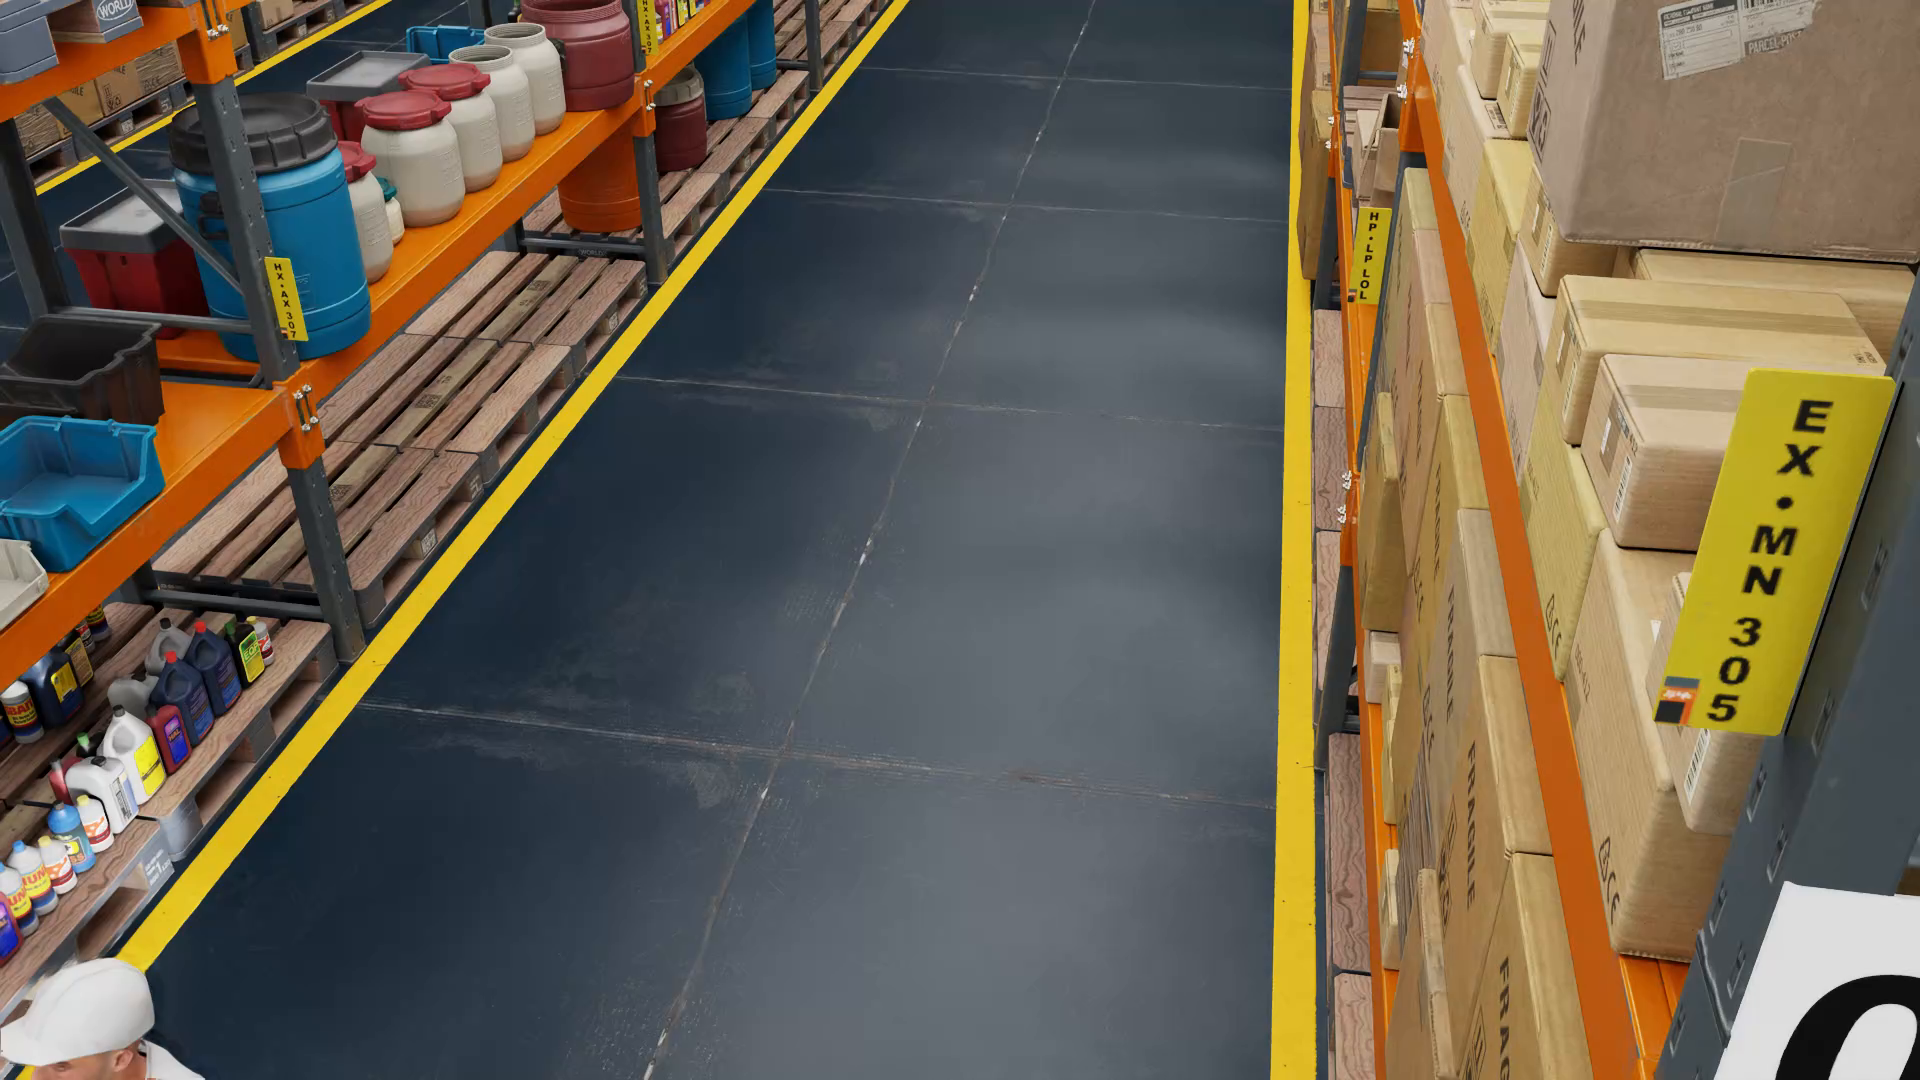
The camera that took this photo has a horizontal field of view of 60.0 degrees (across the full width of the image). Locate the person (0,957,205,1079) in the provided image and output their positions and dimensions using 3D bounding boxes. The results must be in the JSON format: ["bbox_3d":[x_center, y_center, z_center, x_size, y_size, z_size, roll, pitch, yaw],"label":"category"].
[{"bbox_3d":[-1.657,1.569,3.603,0.532,1.756,0.944,17,36,25],"label":"person"}]
